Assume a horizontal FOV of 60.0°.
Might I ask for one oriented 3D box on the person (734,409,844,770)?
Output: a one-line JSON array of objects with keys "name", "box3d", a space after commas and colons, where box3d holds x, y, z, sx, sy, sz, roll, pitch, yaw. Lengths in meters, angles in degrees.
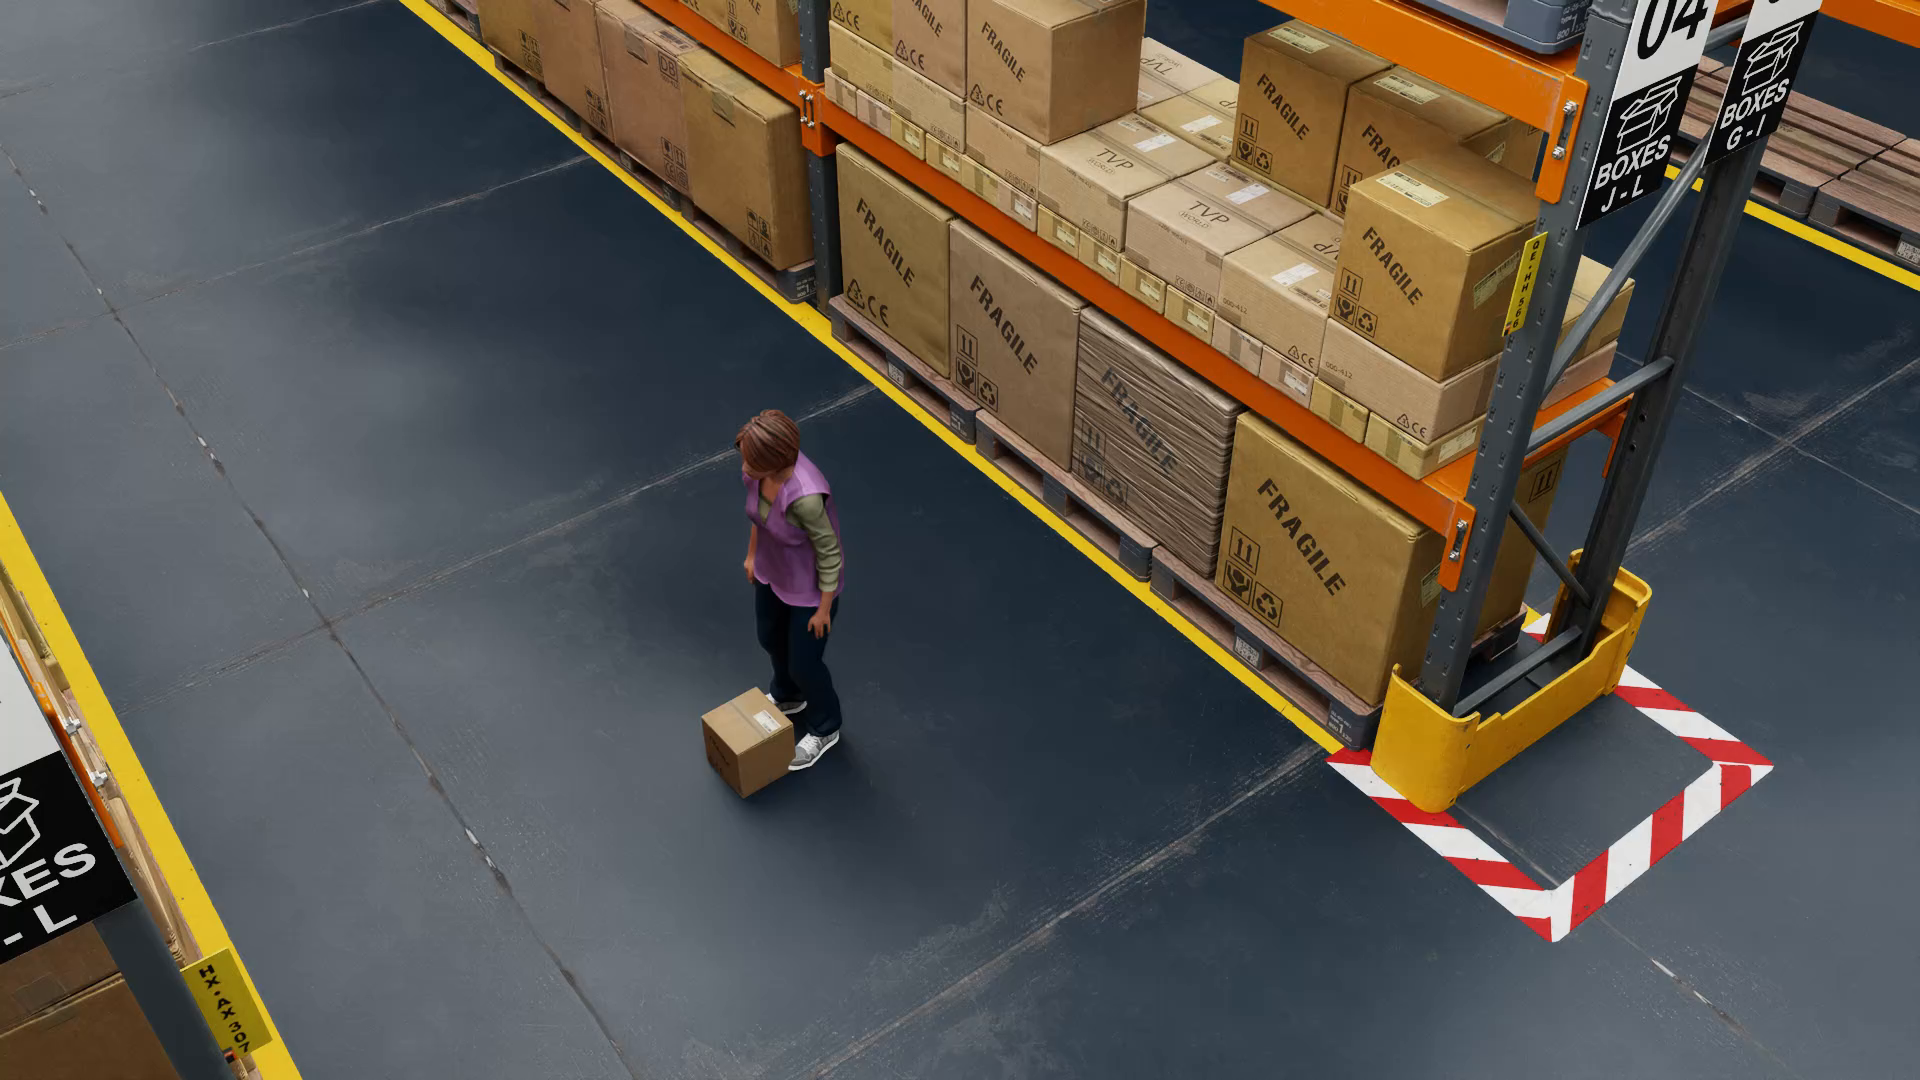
[{"name": "person", "box3d": [-0.605, 0.159, 5.982, 0.344, 1.593, 0.485, -29, 49, -30]}]
